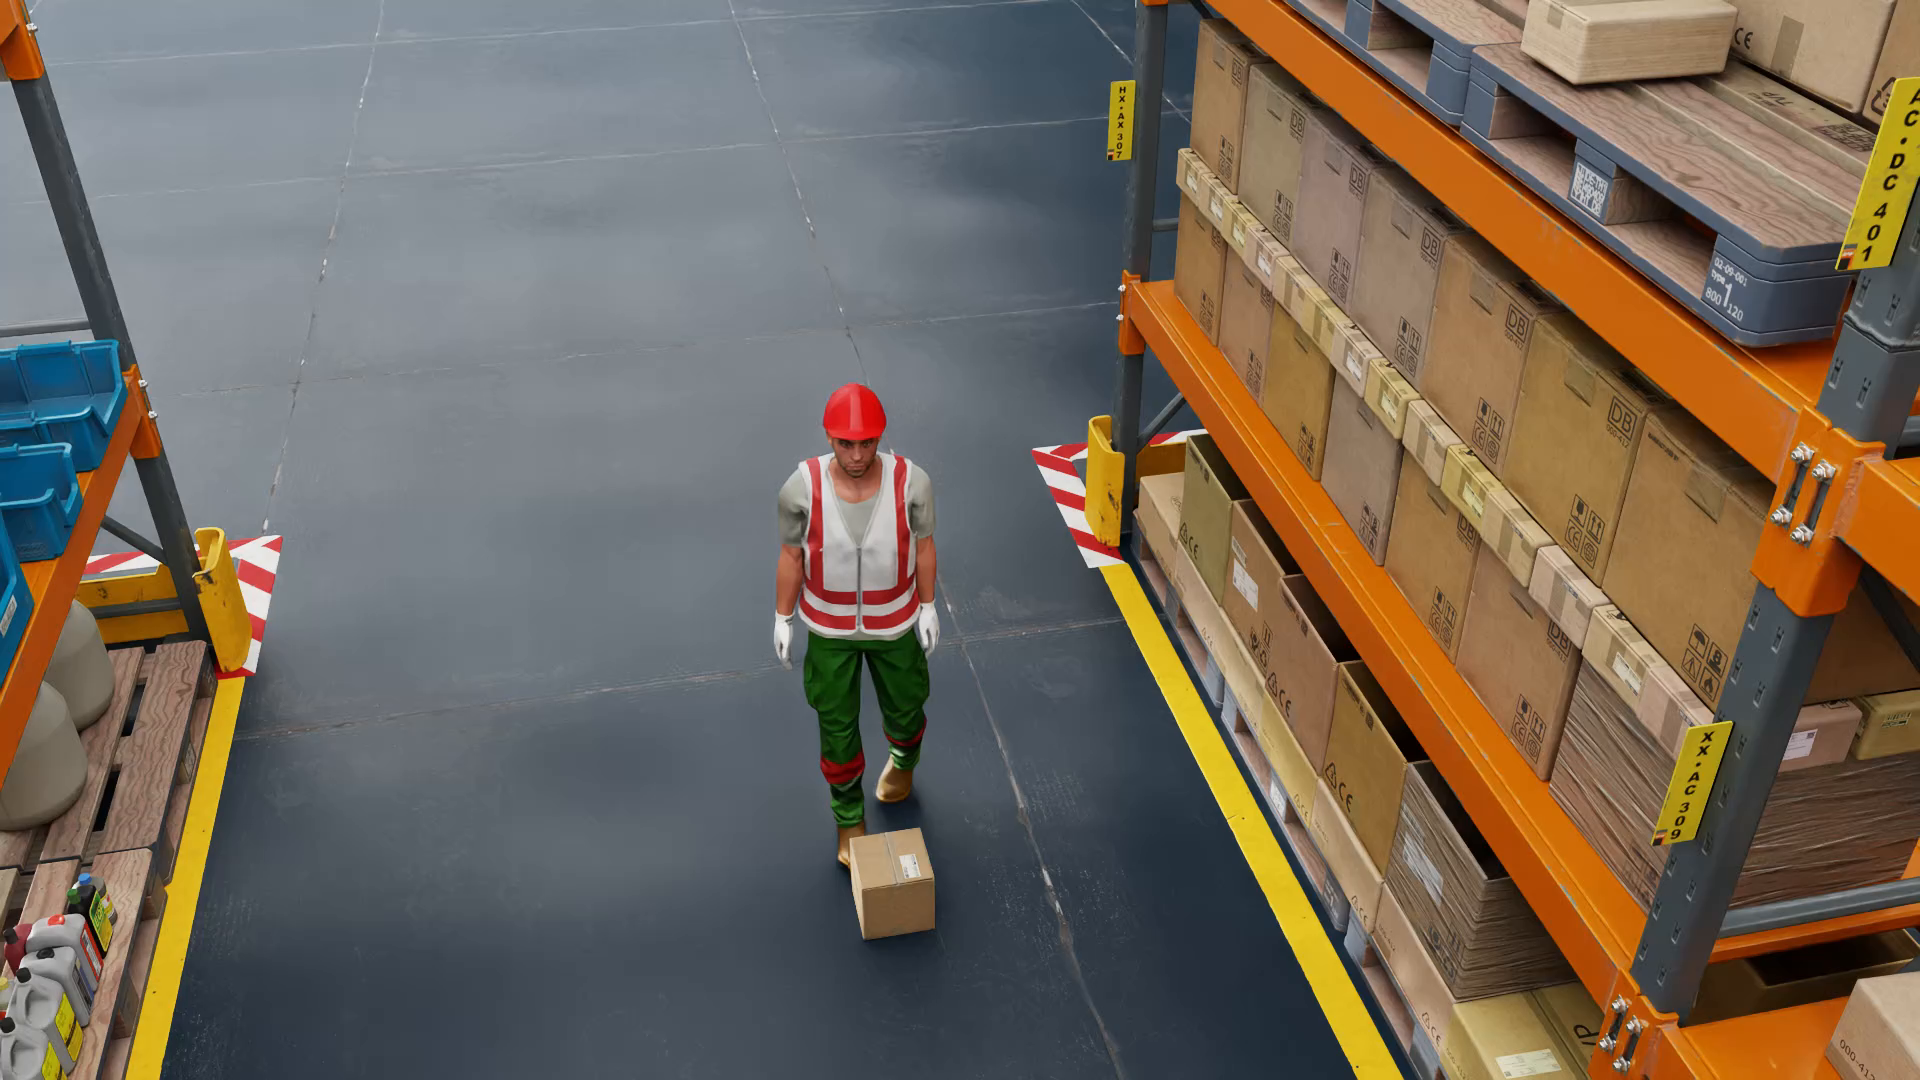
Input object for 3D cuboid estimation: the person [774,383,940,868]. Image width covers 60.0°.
[{"bbox_3d":[-0.352,0.291,5.681,0.575,1.793,0.626,-2,34,-3],"label":"person"}]
